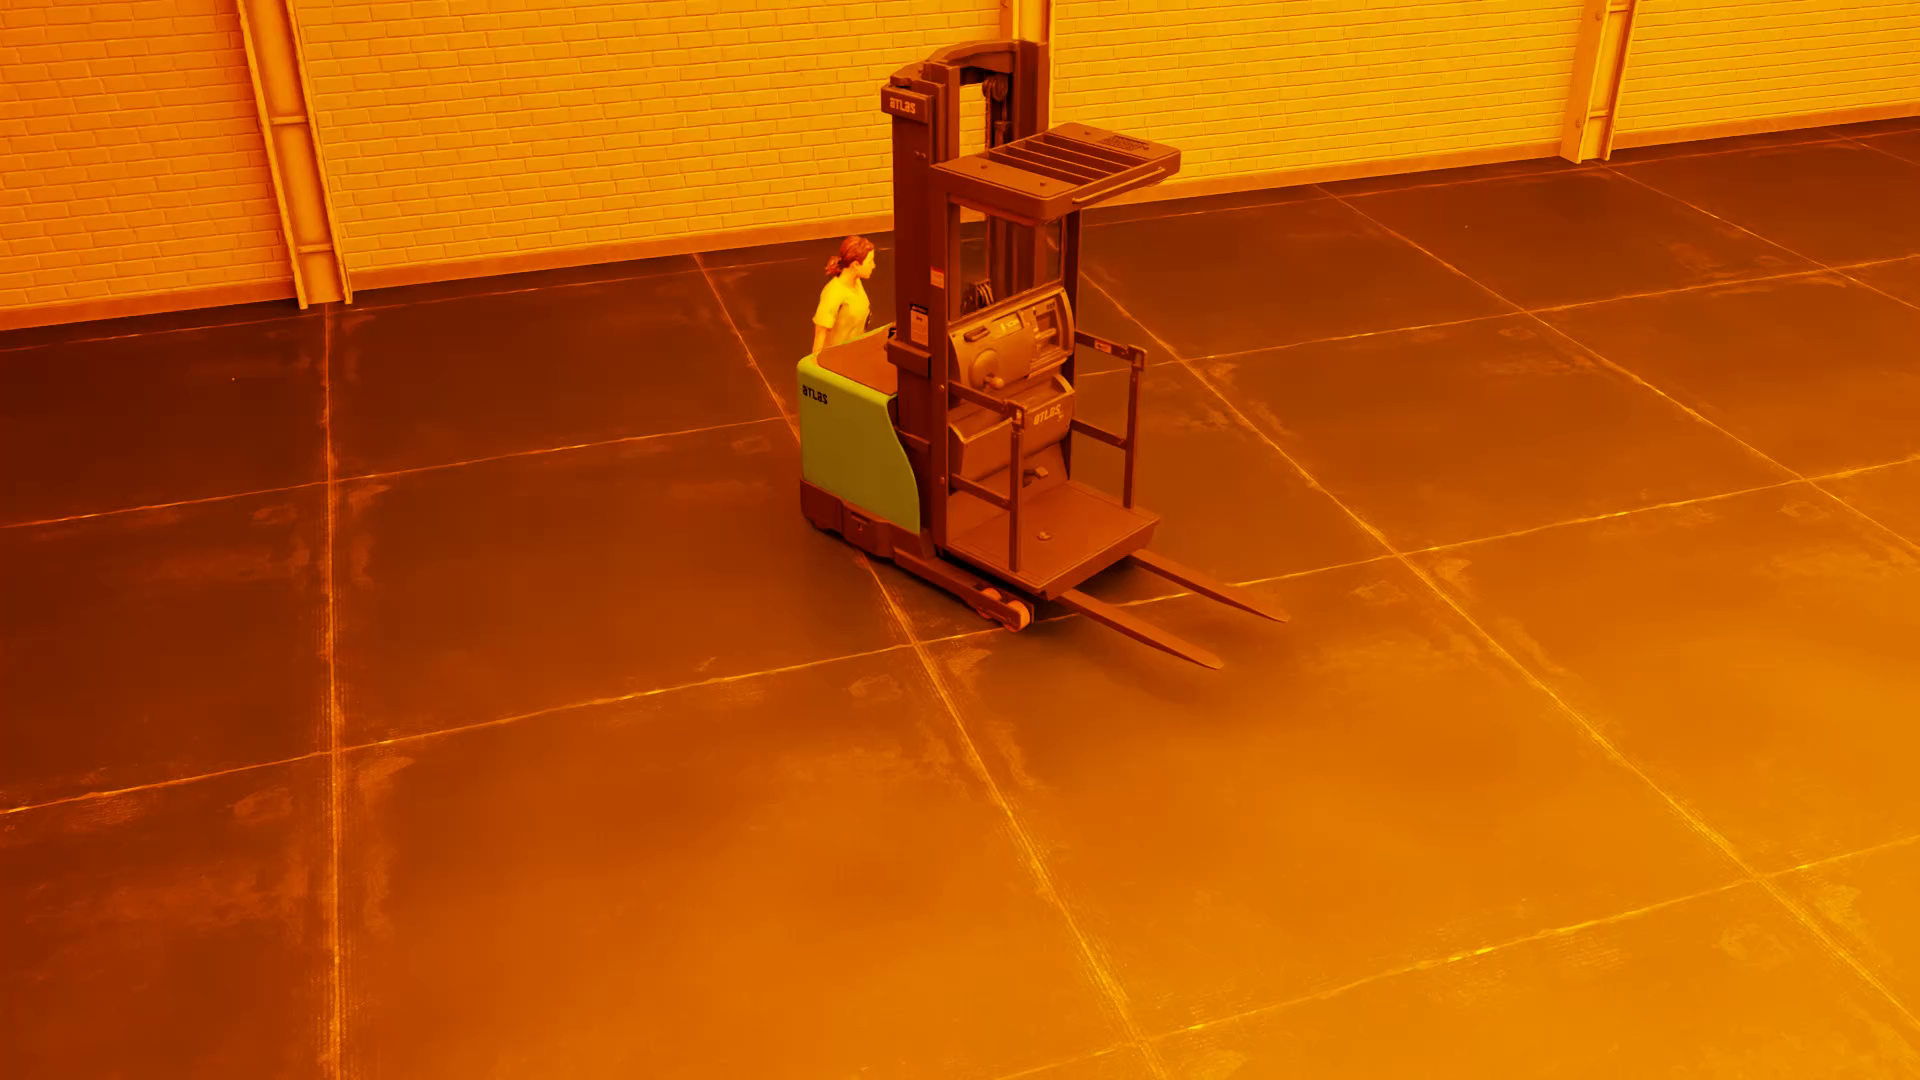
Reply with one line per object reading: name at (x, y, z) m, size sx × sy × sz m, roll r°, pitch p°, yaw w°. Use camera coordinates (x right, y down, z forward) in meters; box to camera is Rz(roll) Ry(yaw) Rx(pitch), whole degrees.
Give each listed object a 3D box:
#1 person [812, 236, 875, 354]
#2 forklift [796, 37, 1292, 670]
person at (-0.693, -1.113, 10.319) m, size 0.386 × 1.644 × 0.771 m, roll 8°, pitch 31°, yaw 14°
forklift at (0.443, -1.061, 8.931) m, size 3.031 × 2.935 × 1.130 m, roll 25°, pitch 38°, yaw 37°
